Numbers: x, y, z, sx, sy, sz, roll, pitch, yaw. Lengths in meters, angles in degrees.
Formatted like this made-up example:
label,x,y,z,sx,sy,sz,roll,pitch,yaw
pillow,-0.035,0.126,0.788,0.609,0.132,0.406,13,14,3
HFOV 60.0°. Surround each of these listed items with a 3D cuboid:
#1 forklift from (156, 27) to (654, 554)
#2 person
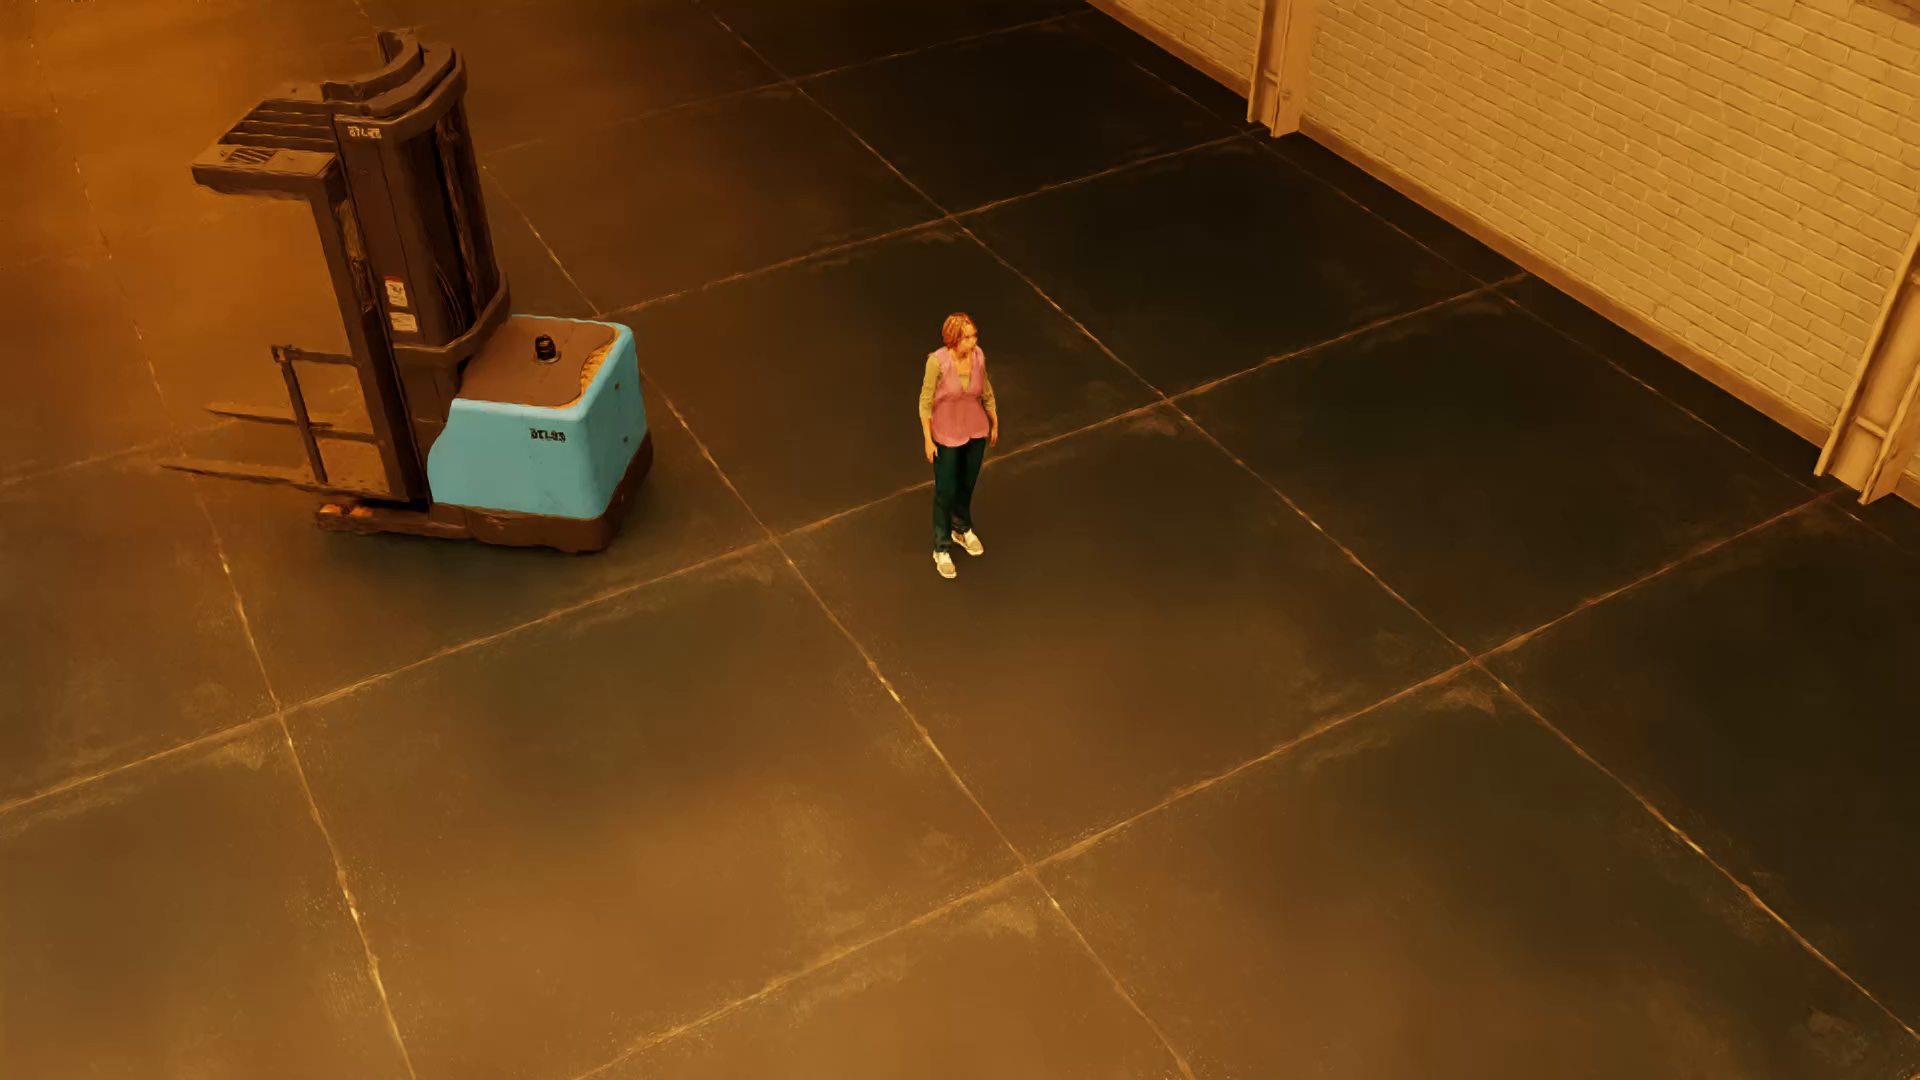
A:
label,x,y,z,sx,sy,sz,roll,pitch,yaw
forklift,-3.564,-1.491,9.833,3.031,2.935,1.130,6,40,7
person,0.025,-0.575,9.763,0.520,1.597,0.474,-20,44,-23
